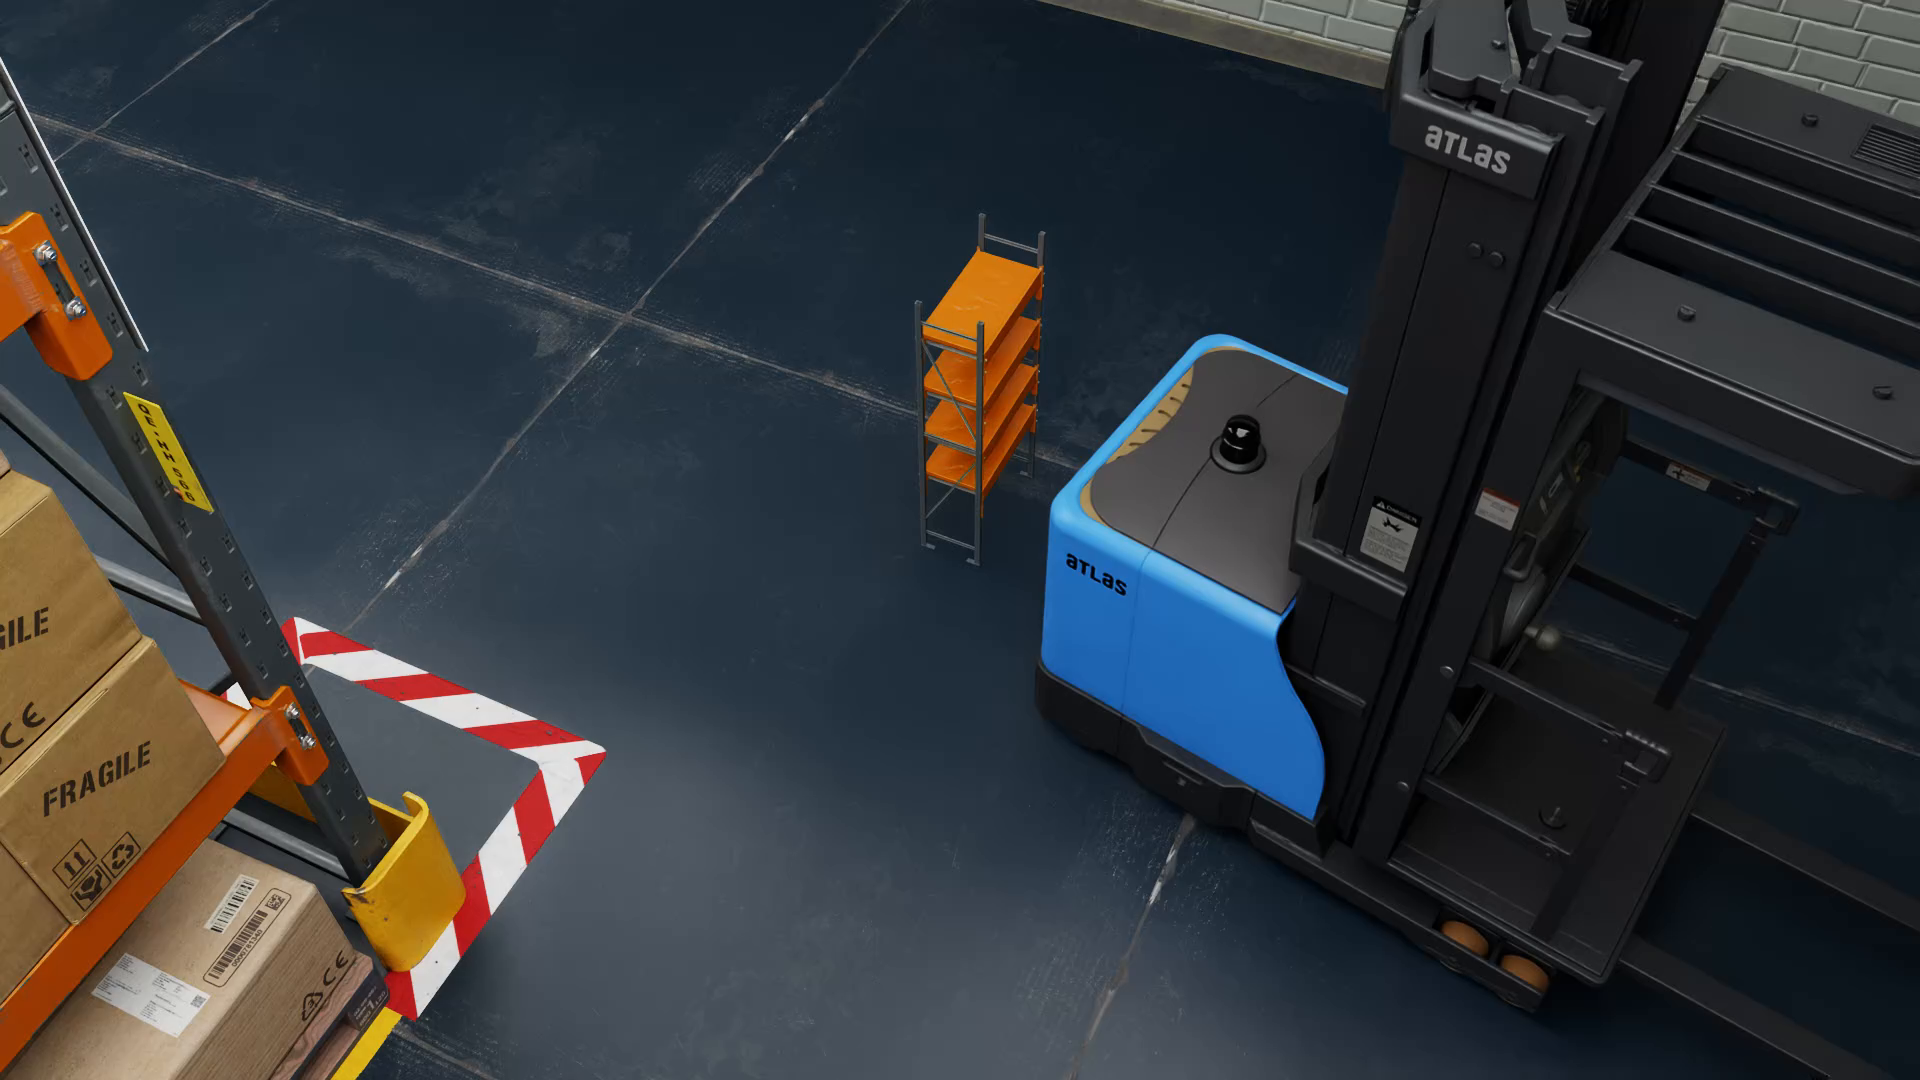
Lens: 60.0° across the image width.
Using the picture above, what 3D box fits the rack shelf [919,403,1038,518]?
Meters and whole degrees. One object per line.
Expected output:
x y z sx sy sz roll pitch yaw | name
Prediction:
0.071 -0.331 6.092 0.258 0.148 0.480 20 52 16 | rack shelf

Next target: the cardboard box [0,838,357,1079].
-2.351 1.265 4.611 0.875 0.438 0.875 18 52 15 | cardboard box

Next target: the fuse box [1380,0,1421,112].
2.065 -2.606 7.344 0.539 1.711 0.414 20 52 16 | fuse box

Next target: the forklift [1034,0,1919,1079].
1.749 -0.001 4.327 3.031 2.935 1.130 28 55 22 | forklift

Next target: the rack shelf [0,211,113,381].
-3.014 0.722 2.169 1.077 0.370 4.000 20 52 16 | rack shelf

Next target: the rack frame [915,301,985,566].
-0.034 -0.335 5.747 0.240 1.200 0.015 20 52 16 | rack frame

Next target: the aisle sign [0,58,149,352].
-1.849 -0.708 3.176 0.394 0.787 0.004 20 52 16 | aisle sign

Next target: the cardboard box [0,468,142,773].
-2.150 0.136 3.442 0.500 0.500 0.500 21 53 17 | cardboard box

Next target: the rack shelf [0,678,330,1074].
-3.014 1.694 3.312 1.077 0.370 4.000 20 52 16 | rack shelf

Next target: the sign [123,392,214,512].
-1.675 -0.183 3.520 0.100 0.325 0.005 20 52 16 | sign

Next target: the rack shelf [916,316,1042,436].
0.071 -0.604 5.771 0.258 0.148 0.480 20 52 16 | rack shelf

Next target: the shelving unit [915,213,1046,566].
0.071 -0.503 5.890 0.258 1.200 0.503 20 52 16 | shelving unit

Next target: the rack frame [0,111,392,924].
-2.160 0.083 4.210 1.000 3.000 0.127 20 52 16 | rack frame

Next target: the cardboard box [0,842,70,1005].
-2.355 0.810 3.526 0.500 0.500 0.500 19 52 15 | cardboard box

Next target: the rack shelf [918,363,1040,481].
0.071 -0.459 5.941 0.258 0.148 0.480 20 52 16 | rack shelf

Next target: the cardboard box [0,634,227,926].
-2.127 0.469 3.816 0.500 0.500 0.500 20 53 16 | cardboard box

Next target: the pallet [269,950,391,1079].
-2.431 1.563 4.781 1.003 0.211 1.213 20 52 16 | pallet

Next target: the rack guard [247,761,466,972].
-2.150 0.877 5.176 1.175 0.500 0.348 20 52 16 | rack guard

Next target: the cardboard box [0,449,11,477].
-2.132 -0.171 3.278 0.380 0.149 0.250 20 53 17 | cardboard box

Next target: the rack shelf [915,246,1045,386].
0.071 -0.757 5.591 0.258 0.148 0.480 20 52 16 | rack shelf

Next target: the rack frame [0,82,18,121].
-2.160 -1.861 1.925 1.000 3.000 0.127 20 52 16 | rack frame

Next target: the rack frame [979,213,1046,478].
0.175 -0.671 6.033 0.240 1.200 0.015 20 52 16 | rack frame
